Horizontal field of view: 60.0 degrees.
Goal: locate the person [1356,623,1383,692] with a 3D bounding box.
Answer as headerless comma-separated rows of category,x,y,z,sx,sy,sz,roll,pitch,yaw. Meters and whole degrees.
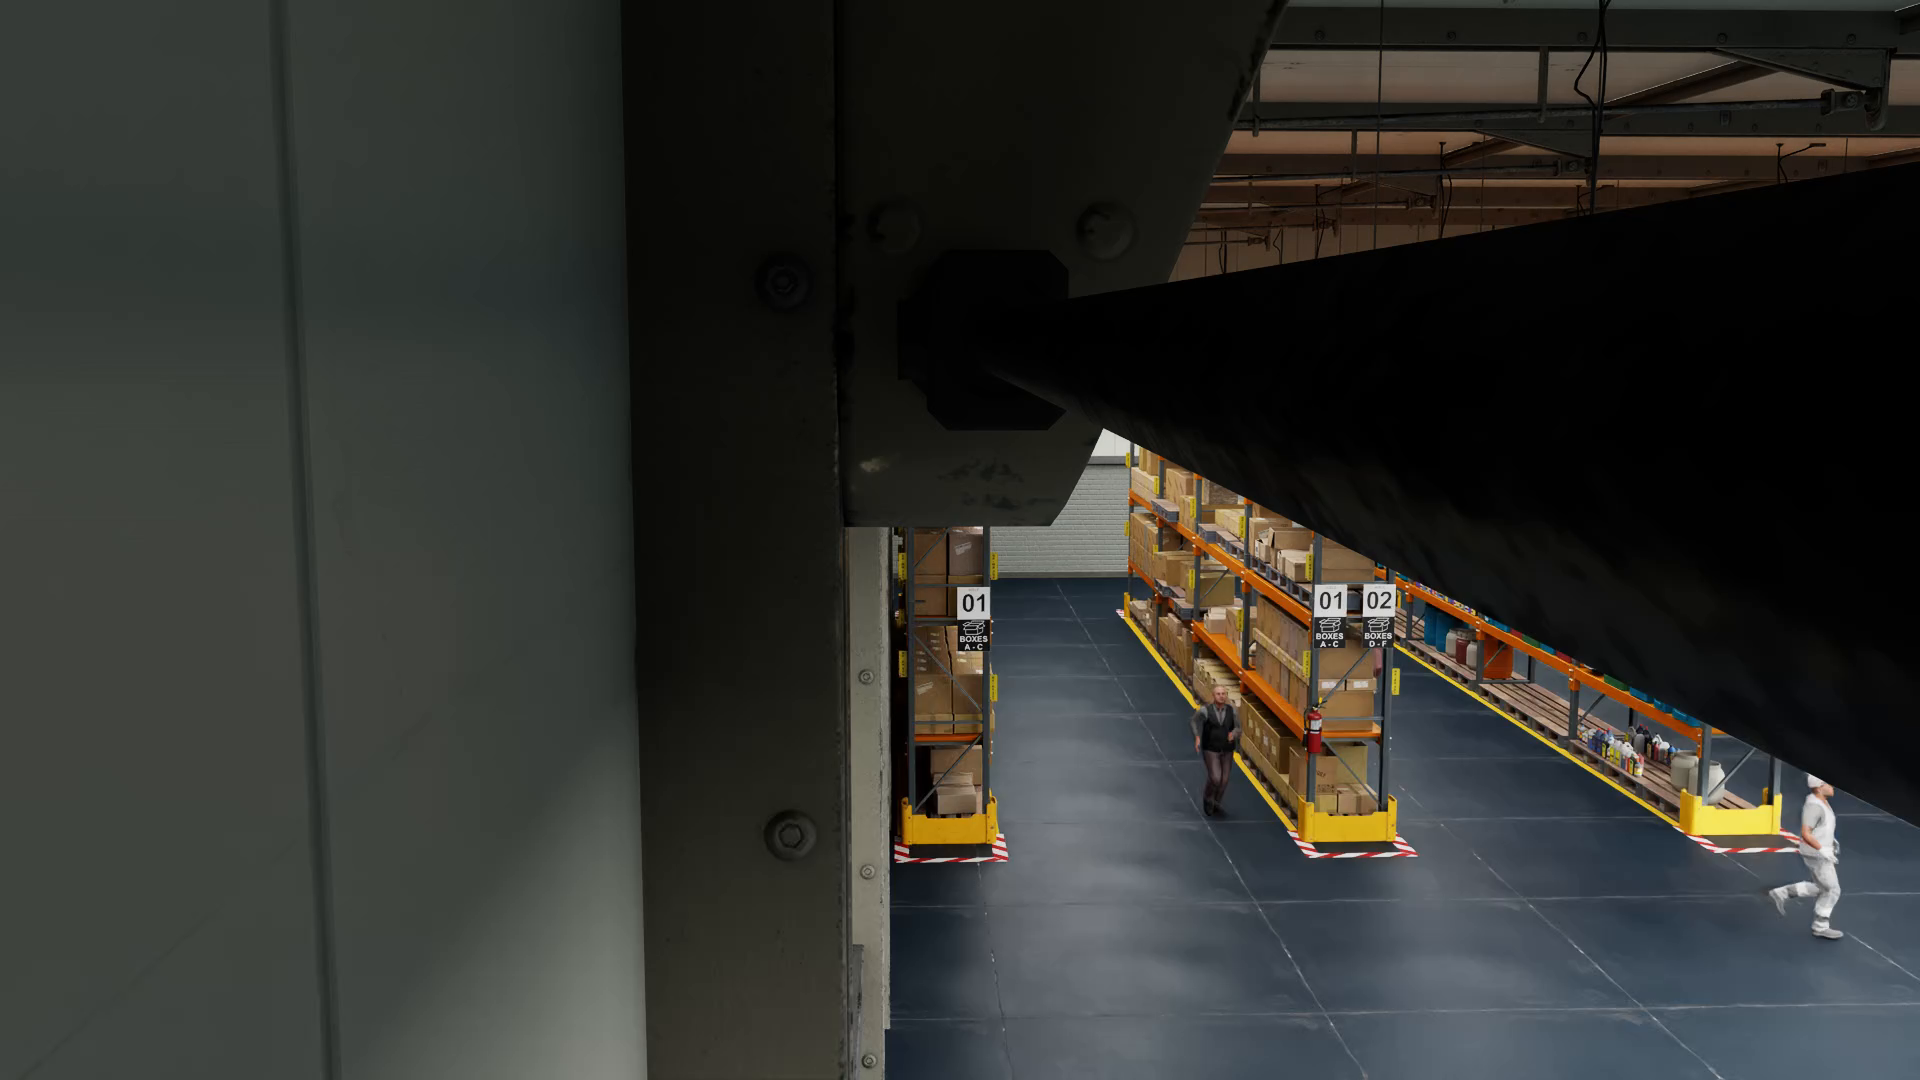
person,7.156,1.849,28.533,0.550,1.641,0.638,-2,8,-17

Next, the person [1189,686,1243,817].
person,3.337,2.738,21.475,0.639,1.700,0.670,-1,7,-9

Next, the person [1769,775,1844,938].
person,8.855,3.255,17.328,0.724,1.745,0.698,4,8,29
